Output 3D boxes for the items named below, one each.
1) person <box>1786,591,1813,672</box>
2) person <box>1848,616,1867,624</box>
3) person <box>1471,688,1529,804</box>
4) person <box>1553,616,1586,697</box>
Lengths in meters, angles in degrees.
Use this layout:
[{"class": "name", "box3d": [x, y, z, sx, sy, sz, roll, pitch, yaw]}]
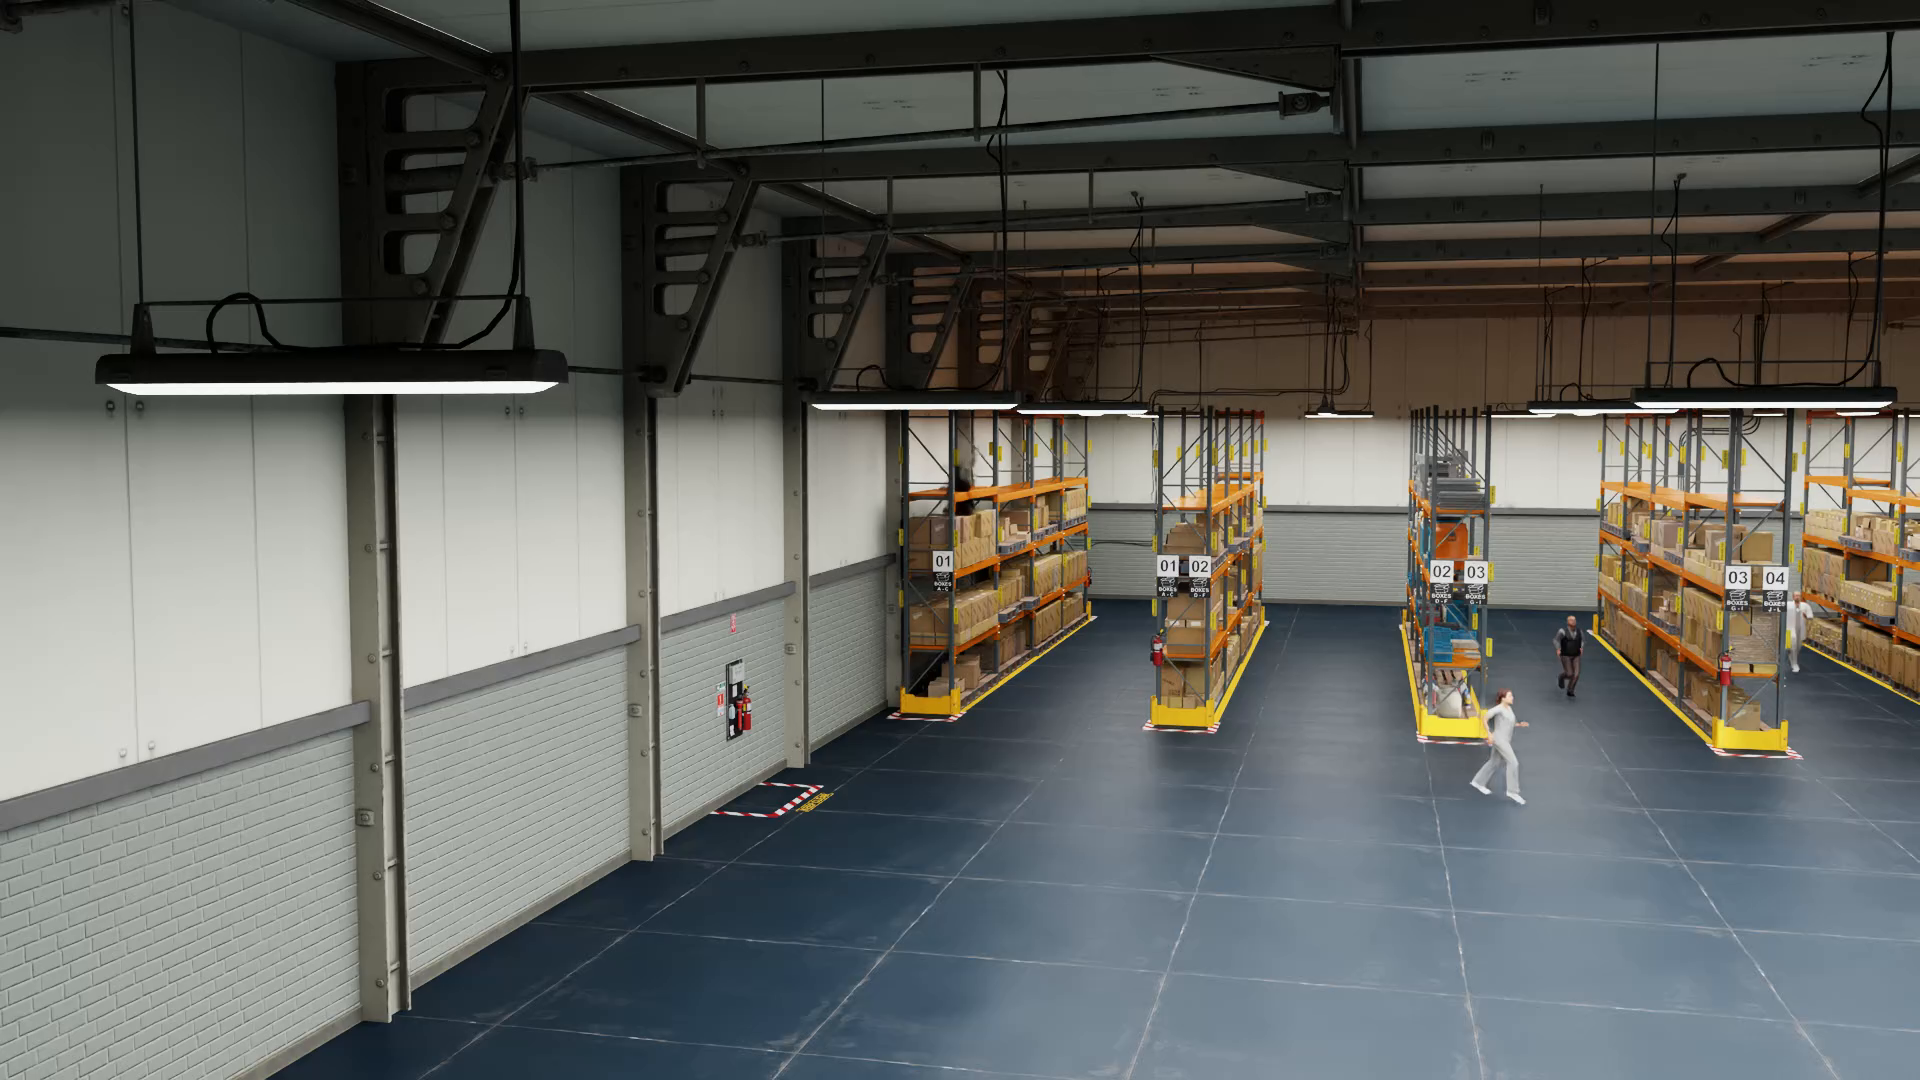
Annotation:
[{"class": "person", "box3d": [19.188, 2.073, 38.178, 0.689, 1.802, 1.006, 1, 4, 9]}, {"class": "person", "box3d": [23.683, 1.663, 43.923, 0.897, 1.819, 0.671, 0, 4, 5]}, {"class": "person", "box3d": [8.139, 3.076, 25.082, 0.857, 1.714, 0.535, 3, 5, 33]}, {"class": "person", "box3d": [12.697, 2.417, 34.556, 0.662, 1.679, 0.533, 0, 4, 1]}]
